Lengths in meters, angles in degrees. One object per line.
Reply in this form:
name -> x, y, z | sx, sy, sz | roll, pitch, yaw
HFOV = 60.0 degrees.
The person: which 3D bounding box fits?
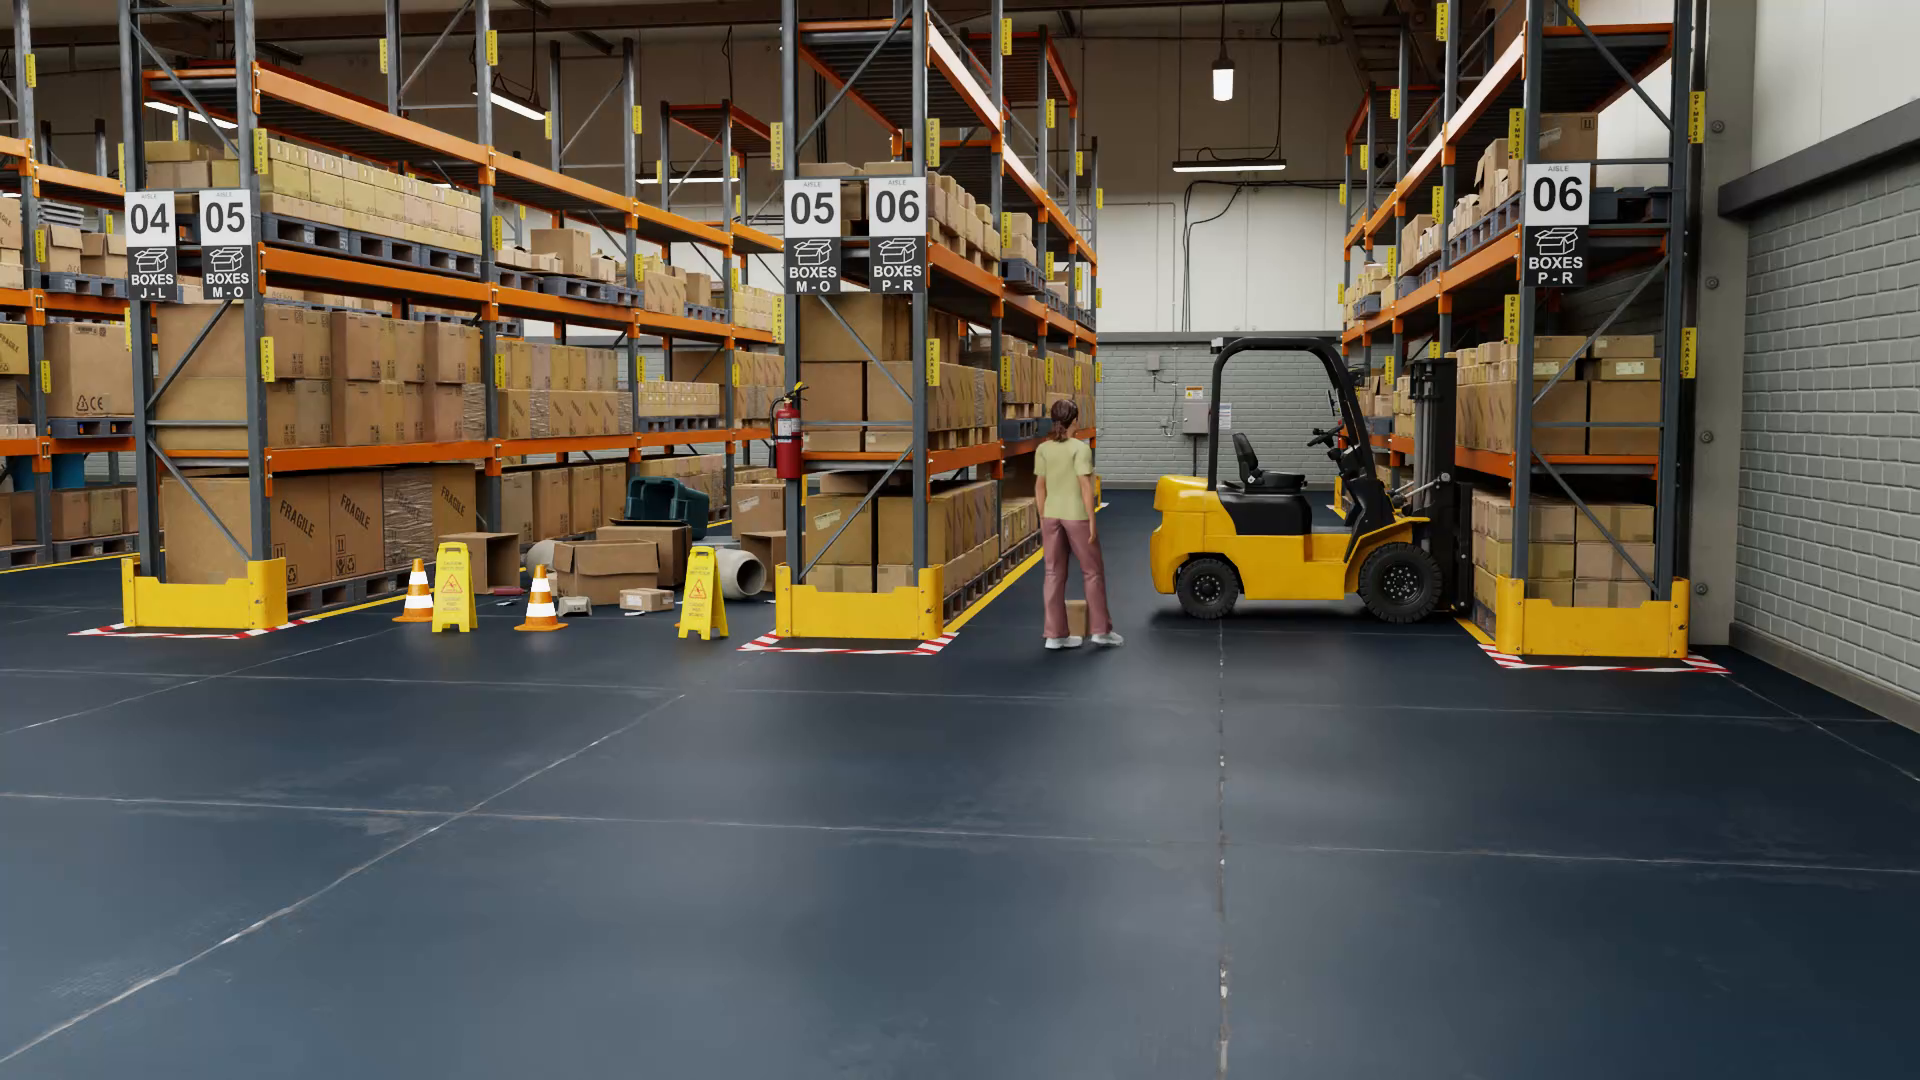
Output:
person -> 0.788, -0.115, 11.259 | 0.464, 1.670, 0.599 | 3, 5, 31
